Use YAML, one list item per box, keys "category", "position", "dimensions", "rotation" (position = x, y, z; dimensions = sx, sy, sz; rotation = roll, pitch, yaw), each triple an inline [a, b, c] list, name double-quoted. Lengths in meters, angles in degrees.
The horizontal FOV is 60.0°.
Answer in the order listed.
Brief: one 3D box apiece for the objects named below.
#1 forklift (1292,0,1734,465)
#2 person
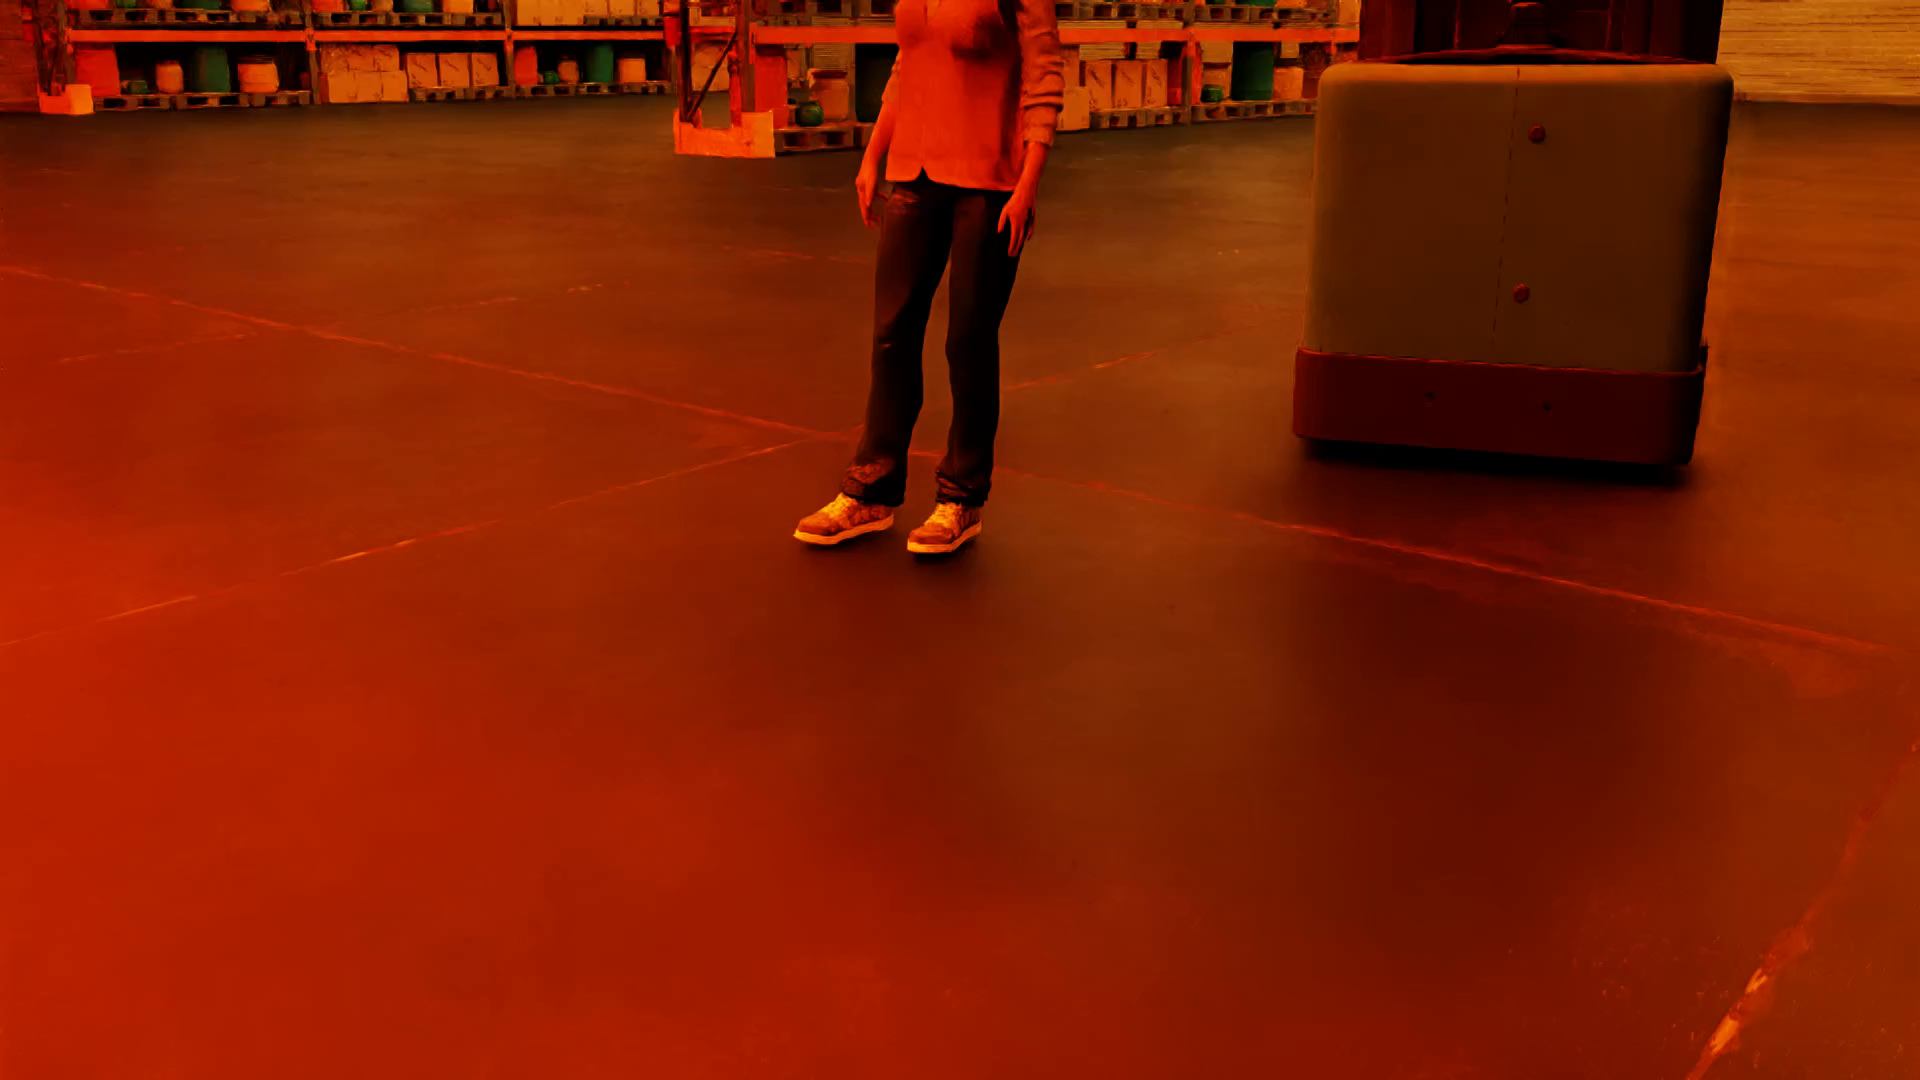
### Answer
- category: "forklift"
  position: [1.913, -1.986, 5.438]
  dimensions: [1.130, 2.935, 3.031]
  rotation: [6, 18, 19]
- category: "person"
  position: [-0.058, -0.757, 3.661]
  dimensions: [0.520, 1.597, 0.474]
  rotation: [13, 21, 37]
